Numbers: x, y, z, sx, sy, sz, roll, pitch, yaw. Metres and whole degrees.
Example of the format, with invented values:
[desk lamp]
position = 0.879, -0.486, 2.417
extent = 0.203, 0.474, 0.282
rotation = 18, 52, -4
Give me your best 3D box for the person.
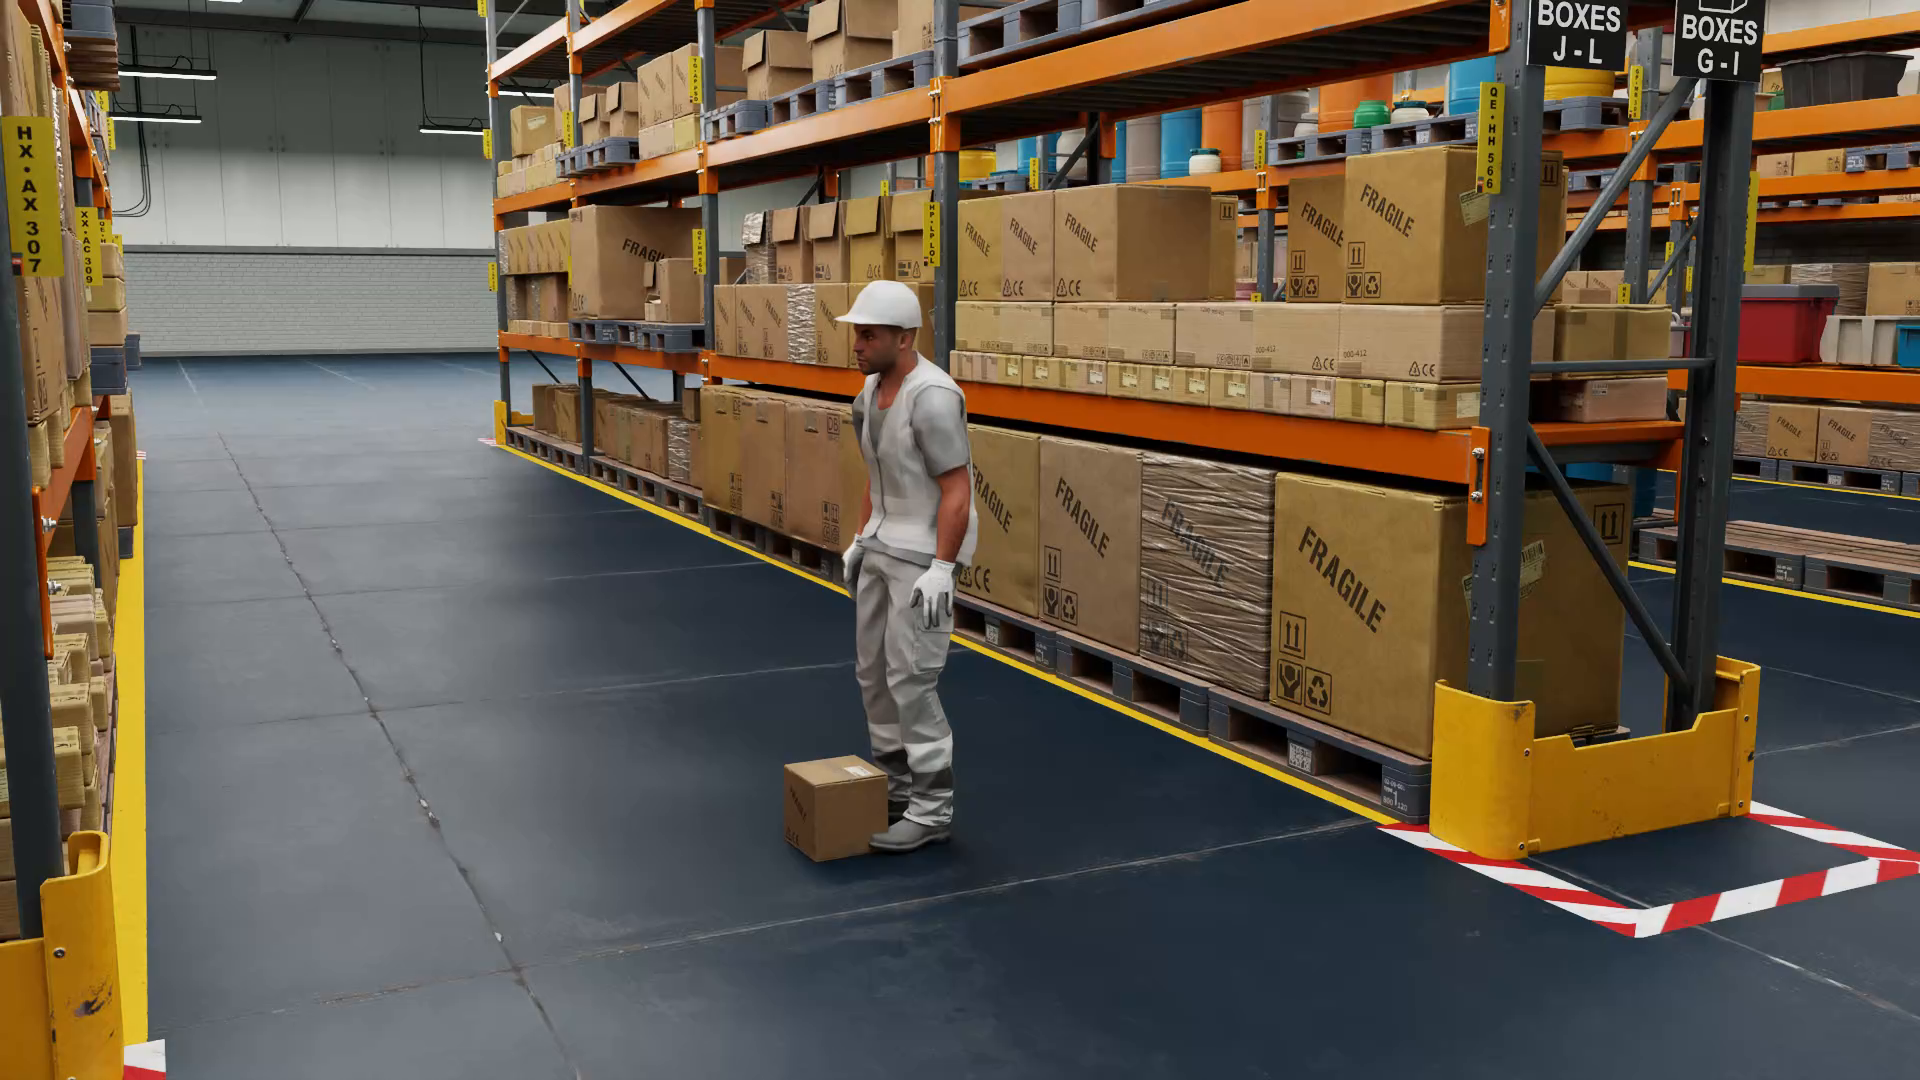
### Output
[person]
position = -0.189, 0.079, 5.260
extent = 0.452, 1.778, 0.613
rotation = -5, 10, -29
